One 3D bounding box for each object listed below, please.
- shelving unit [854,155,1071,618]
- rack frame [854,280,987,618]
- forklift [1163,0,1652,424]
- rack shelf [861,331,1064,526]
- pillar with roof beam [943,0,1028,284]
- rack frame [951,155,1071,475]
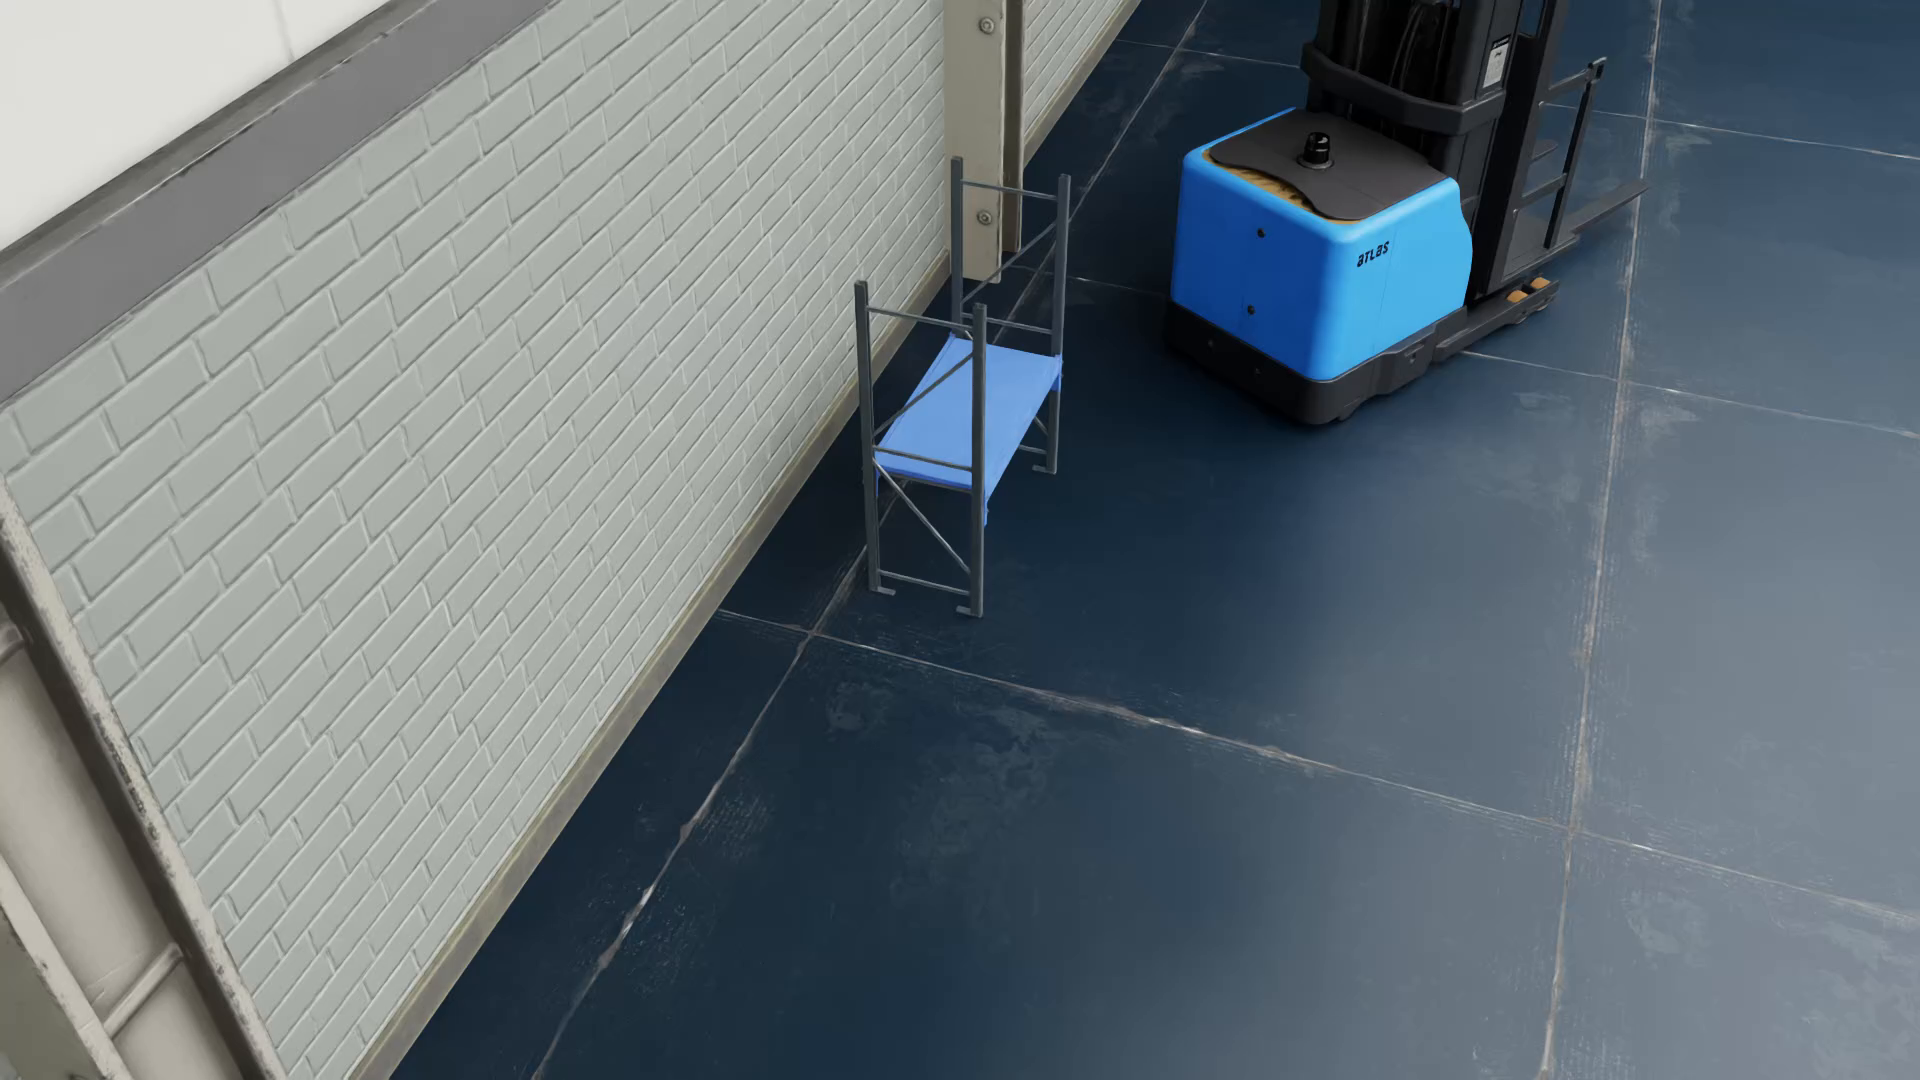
[{"bbox_3d":[0.029,-0.623,6.824,0.538,1.500,1.048,13,42,15],"label":"shelving unit"},{"bbox_3d":[-0.145,-0.313,6.461,0.500,1.500,0.032,13,42,15],"label":"rack frame"},{"bbox_3d":[2.470,-2.464,7.880,3.031,2.935,1.130,-29,48,-29],"label":"forklift"},{"bbox_3d":[0.029,-0.486,6.941,0.538,0.185,1.000,13,42,15],"label":"rack shelf"},{"bbox_3d":[4.170,-3.986,4.989,9.100,9.000,0.400,13,42,15],"label":"pillar with roof beam"},{"bbox_3d":[0.203,-0.933,7.188,0.500,1.500,0.032,13,42,15],"label":"rack frame"}]
